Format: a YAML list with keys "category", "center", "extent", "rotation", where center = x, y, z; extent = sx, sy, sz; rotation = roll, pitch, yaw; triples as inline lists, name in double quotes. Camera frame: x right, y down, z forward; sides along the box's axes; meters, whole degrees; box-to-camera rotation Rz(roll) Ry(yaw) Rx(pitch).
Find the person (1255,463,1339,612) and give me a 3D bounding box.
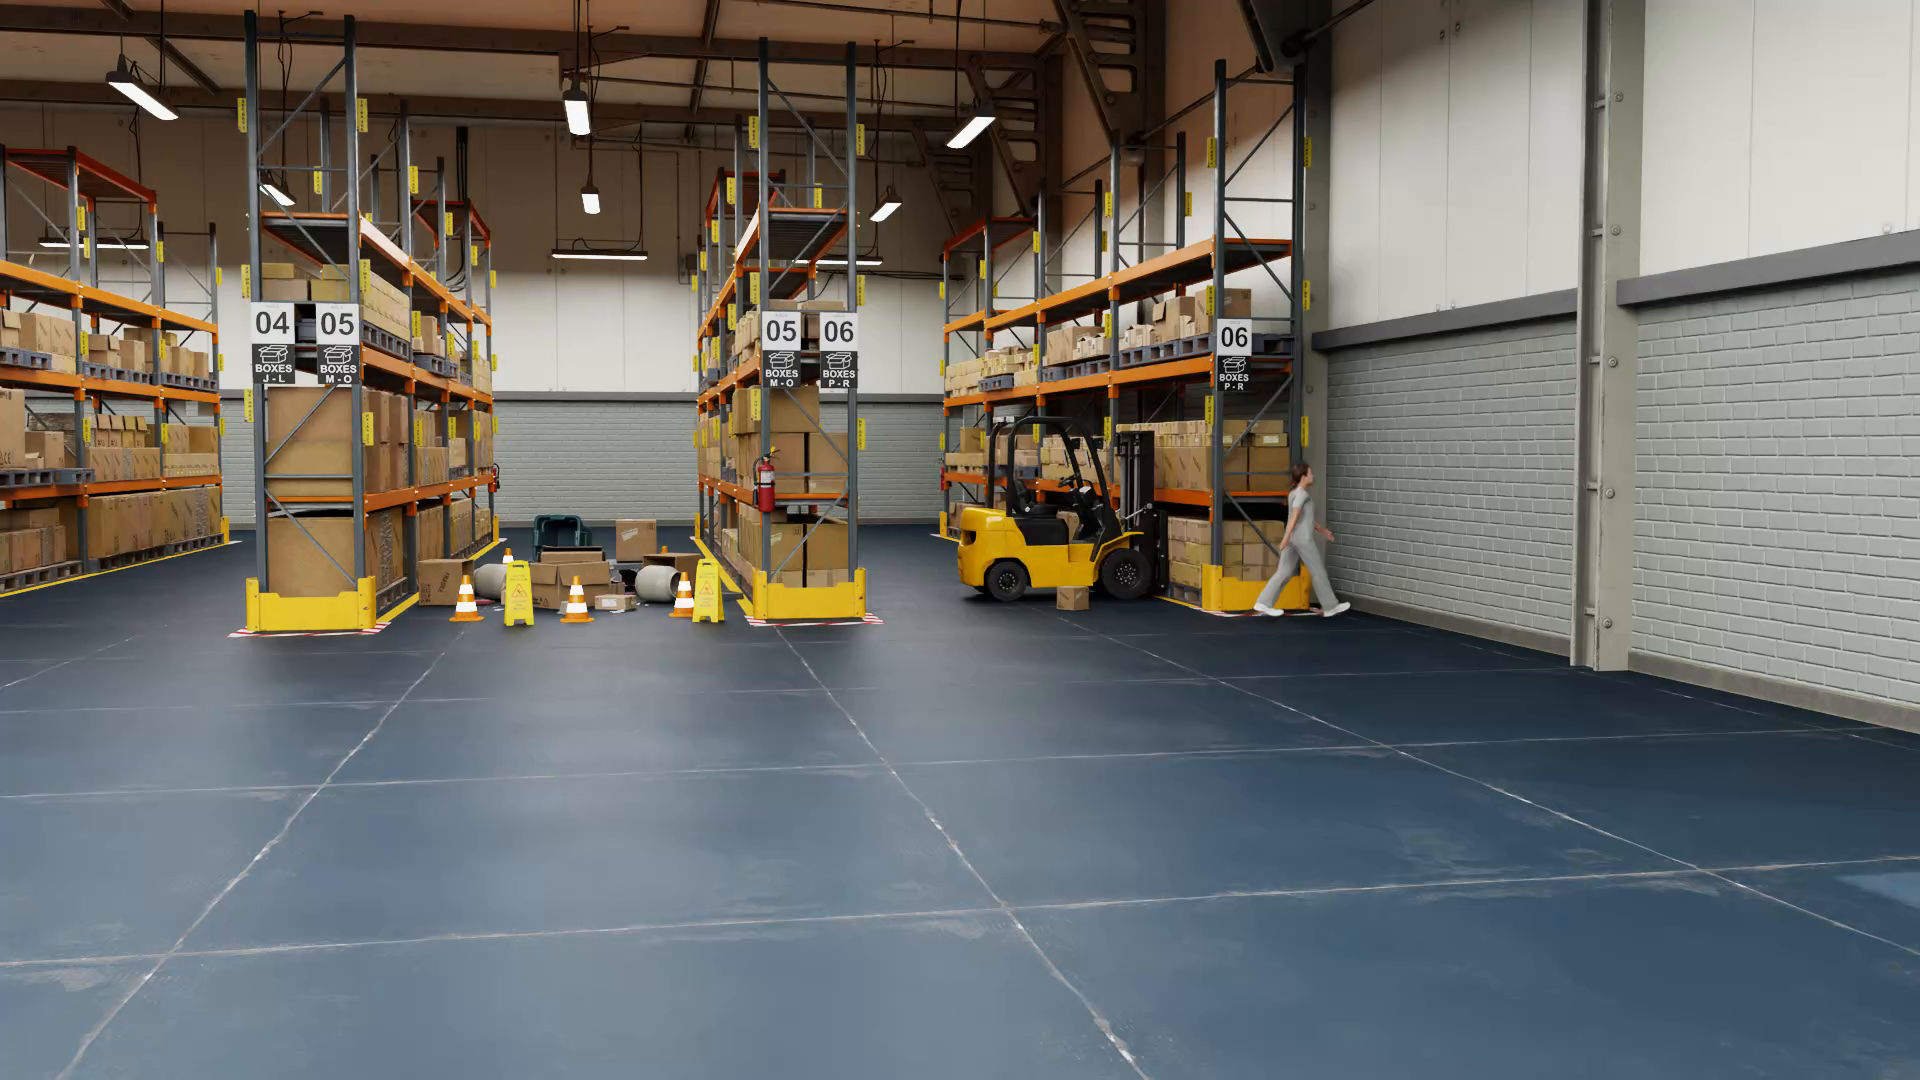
- category: "person"
  center: [3.500, -0.024, 17.253]
  extent: [0.924, 1.553, 0.468]
  rotation: [-1, 3, -12]
